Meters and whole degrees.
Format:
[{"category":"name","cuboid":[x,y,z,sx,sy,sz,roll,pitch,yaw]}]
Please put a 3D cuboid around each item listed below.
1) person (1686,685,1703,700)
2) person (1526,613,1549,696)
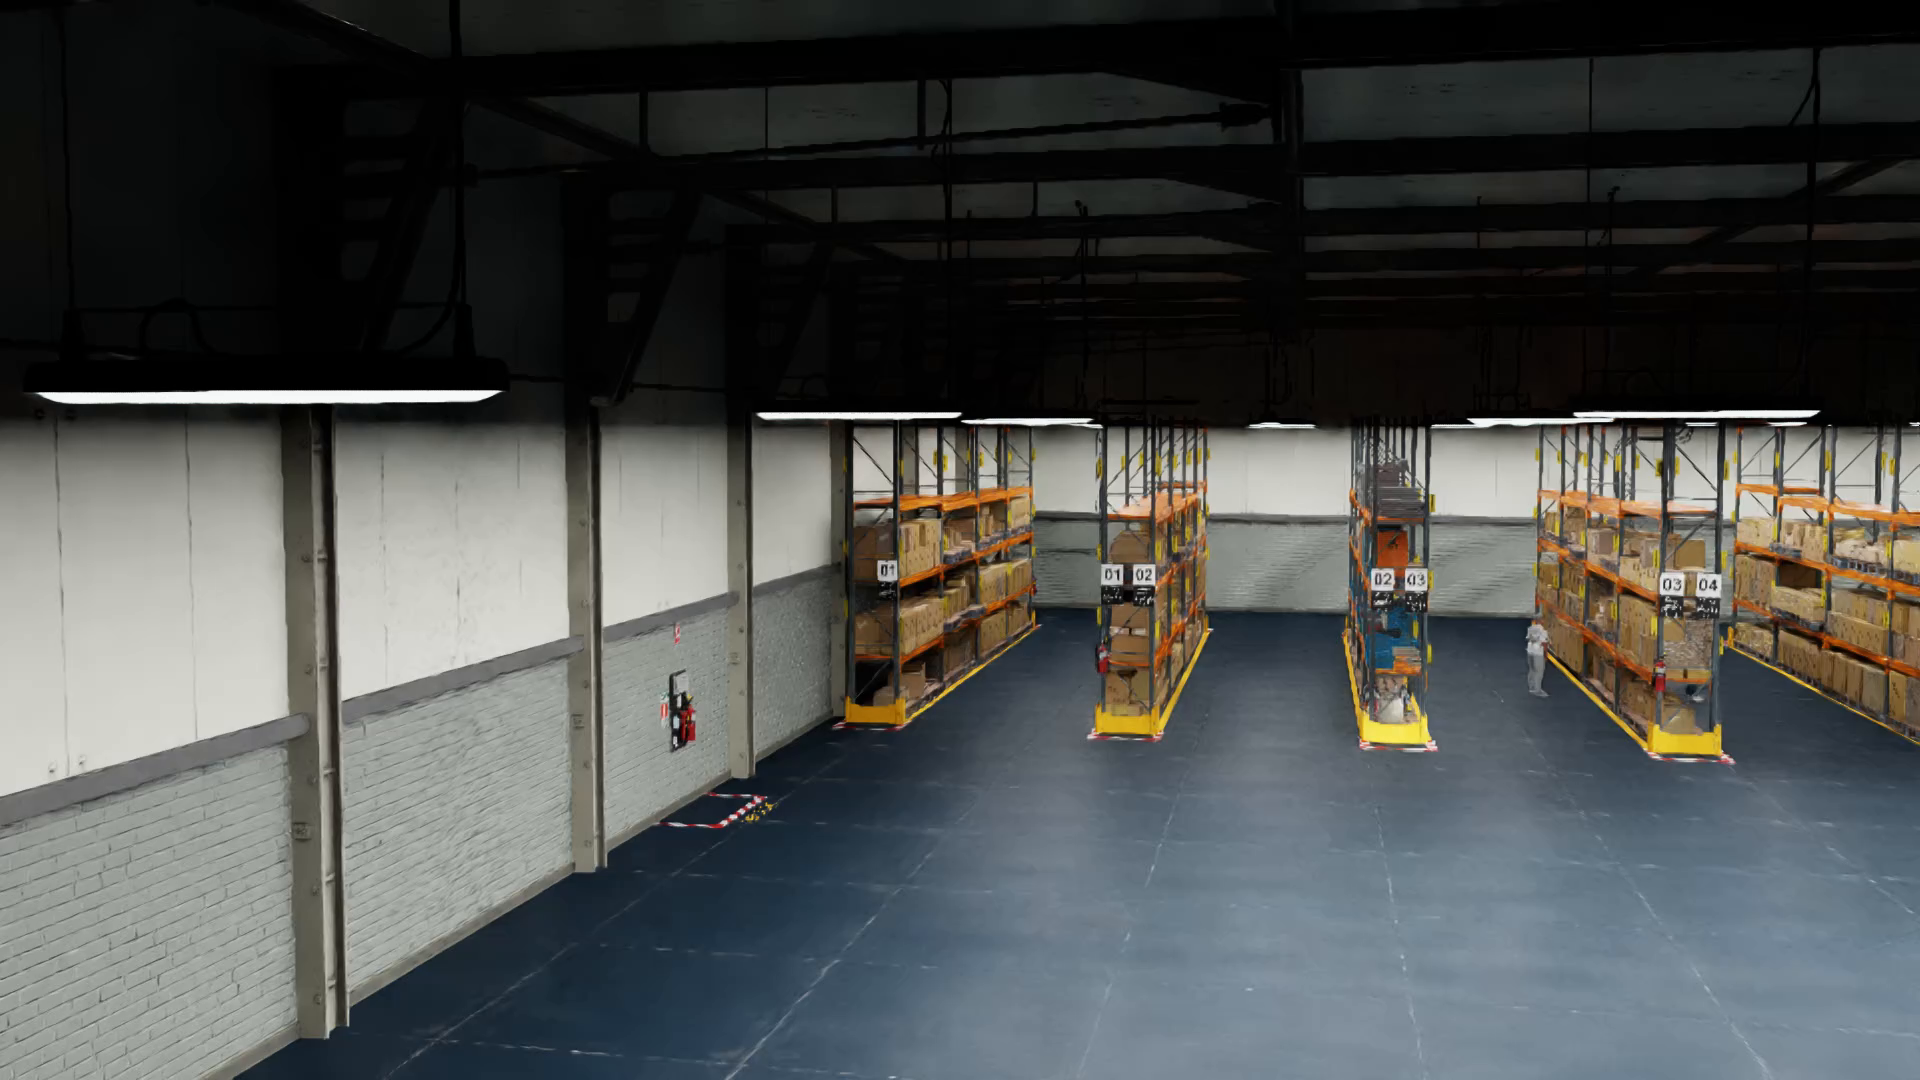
[{"category":"person","cuboid":[15.562,2.570,35.181,0.409,1.600,0.464,-1,4,-16]},{"category":"person","cuboid":[12.447,2.453,35.748,0.468,1.758,0.593,-1,4,-19]}]
